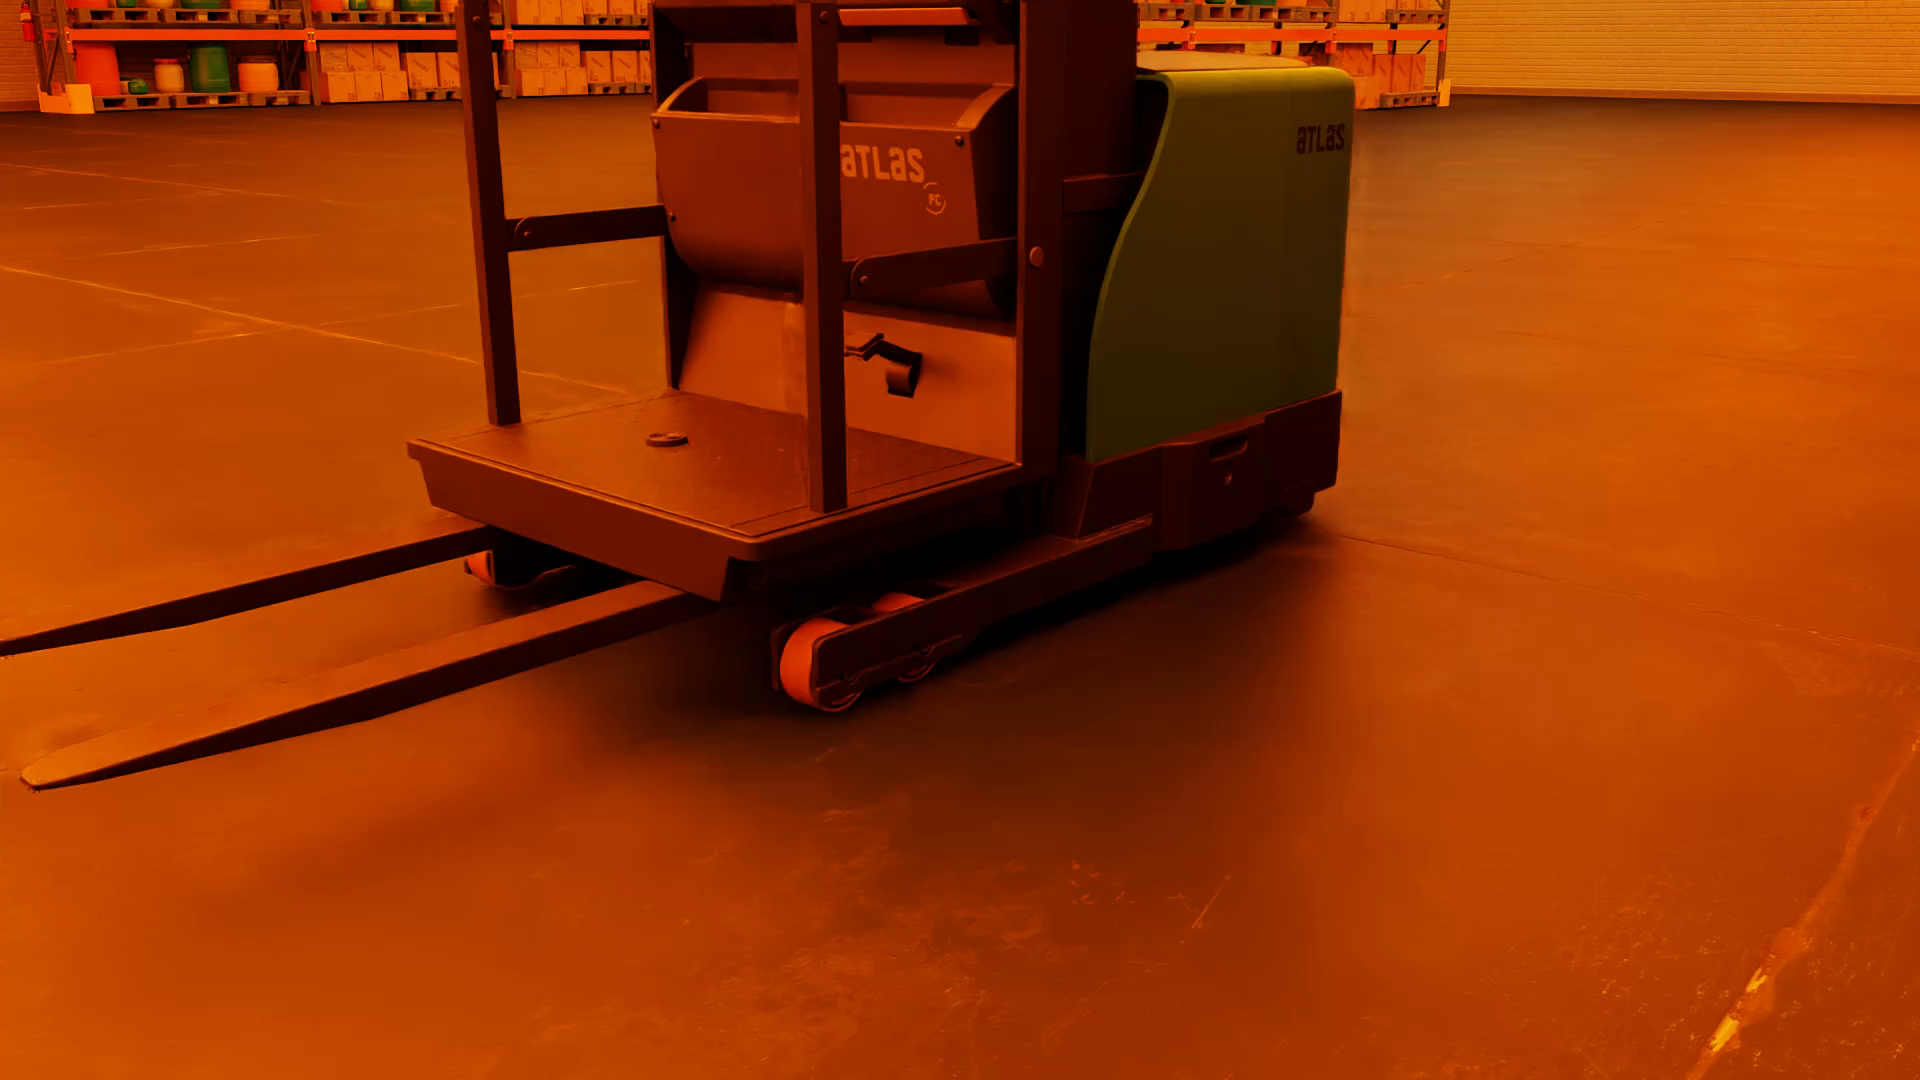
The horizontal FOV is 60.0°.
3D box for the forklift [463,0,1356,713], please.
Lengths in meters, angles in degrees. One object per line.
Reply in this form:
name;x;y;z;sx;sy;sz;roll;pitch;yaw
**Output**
forklift;-0.416;-1.263;3.057;1.130;2.935;3.031;15;22;40
